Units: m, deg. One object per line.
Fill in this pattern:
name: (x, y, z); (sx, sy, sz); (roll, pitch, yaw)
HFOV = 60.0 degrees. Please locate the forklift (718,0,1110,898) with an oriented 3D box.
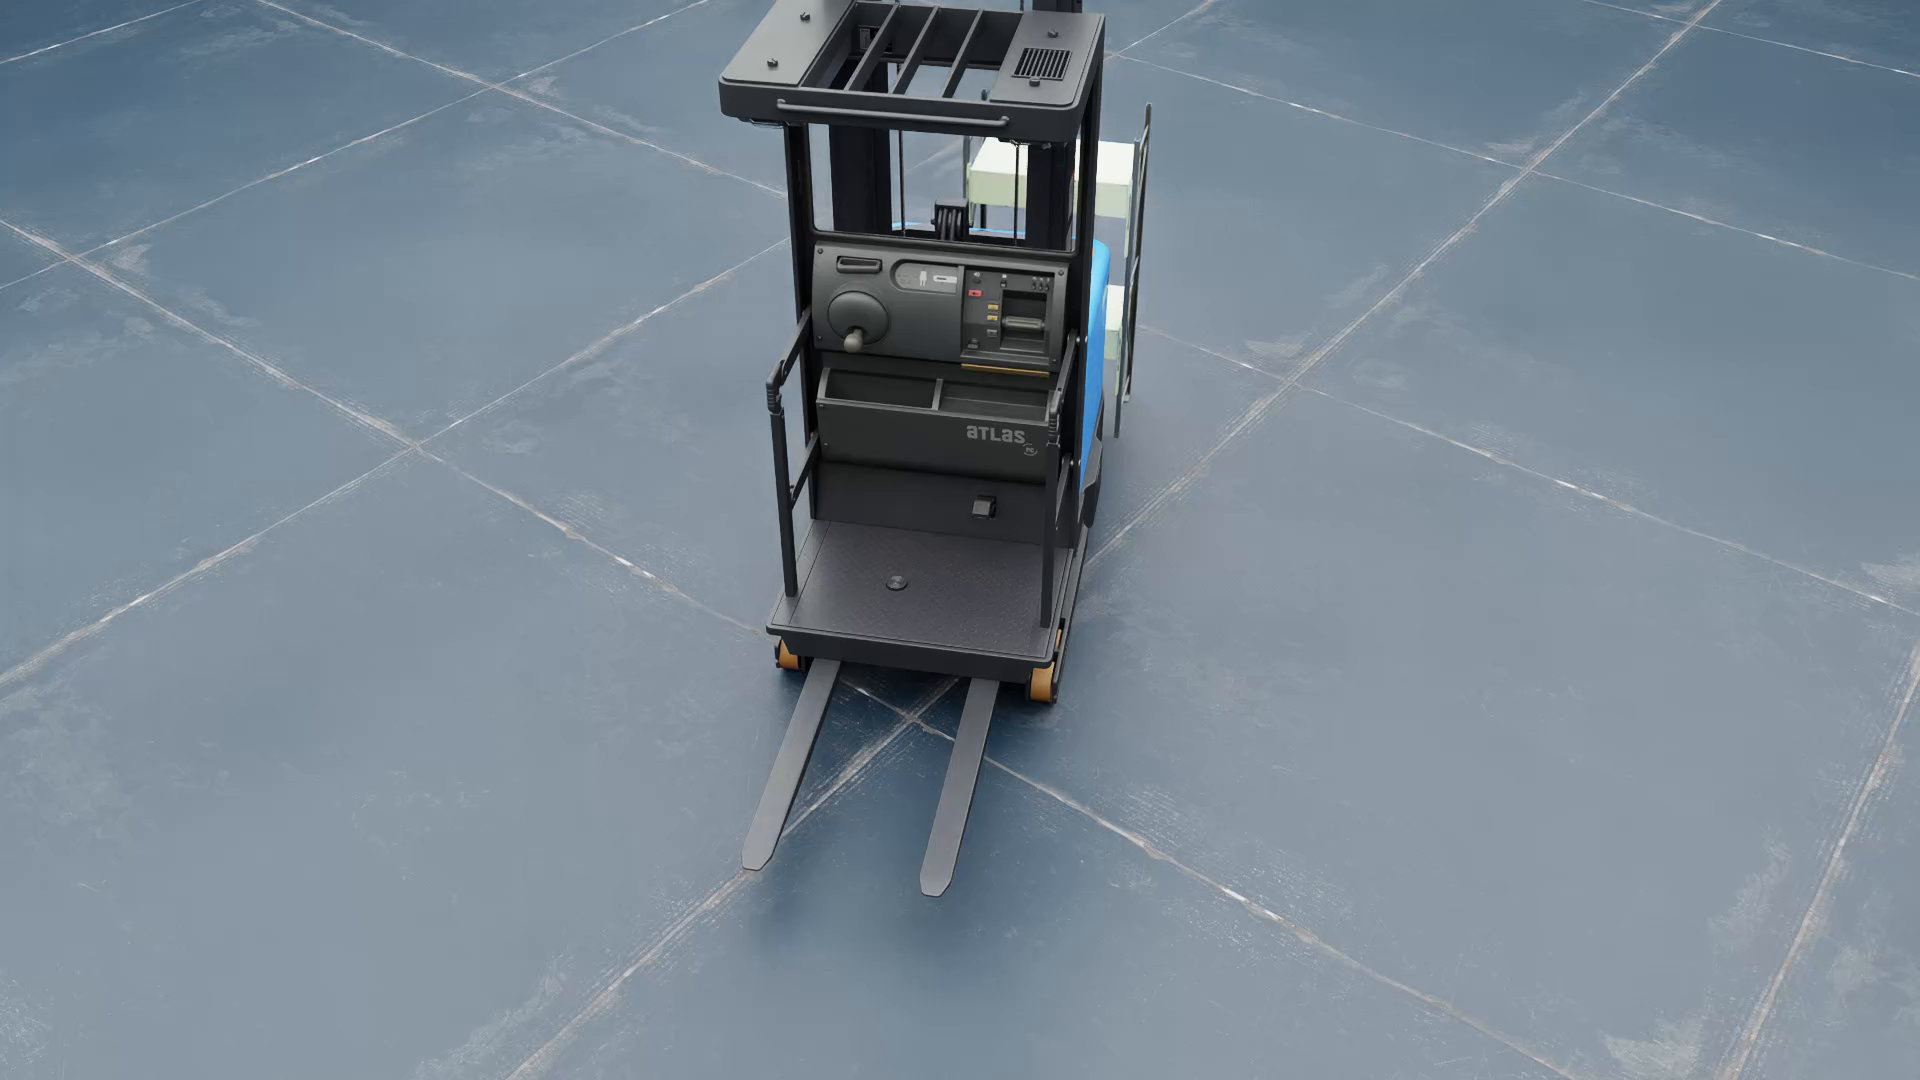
forklift: (-0.115, -0.773, 5.860); (1.130, 2.935, 3.031); (7, 39, 8)

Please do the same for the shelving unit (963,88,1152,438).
shelving unit: (0.426, -1.245, 7.624); (0.755, 1.500, 0.431); (8, 39, 10)

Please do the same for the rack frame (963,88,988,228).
rack frame: (0.070, -1.295, 7.688); (0.023, 1.500, 0.400); (8, 39, 10)

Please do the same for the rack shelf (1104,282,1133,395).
rack shelf: (0.426, -0.989, 7.825); (0.720, 0.370, 0.431); (8, 39, 10)

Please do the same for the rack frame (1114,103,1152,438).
rack frame: (0.783, -1.195, 7.560); (0.023, 1.500, 0.400); (8, 39, 10)

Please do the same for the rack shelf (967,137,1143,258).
rack shelf: (0.426, -1.553, 7.383); (0.720, 0.370, 0.431); (8, 39, 10)
